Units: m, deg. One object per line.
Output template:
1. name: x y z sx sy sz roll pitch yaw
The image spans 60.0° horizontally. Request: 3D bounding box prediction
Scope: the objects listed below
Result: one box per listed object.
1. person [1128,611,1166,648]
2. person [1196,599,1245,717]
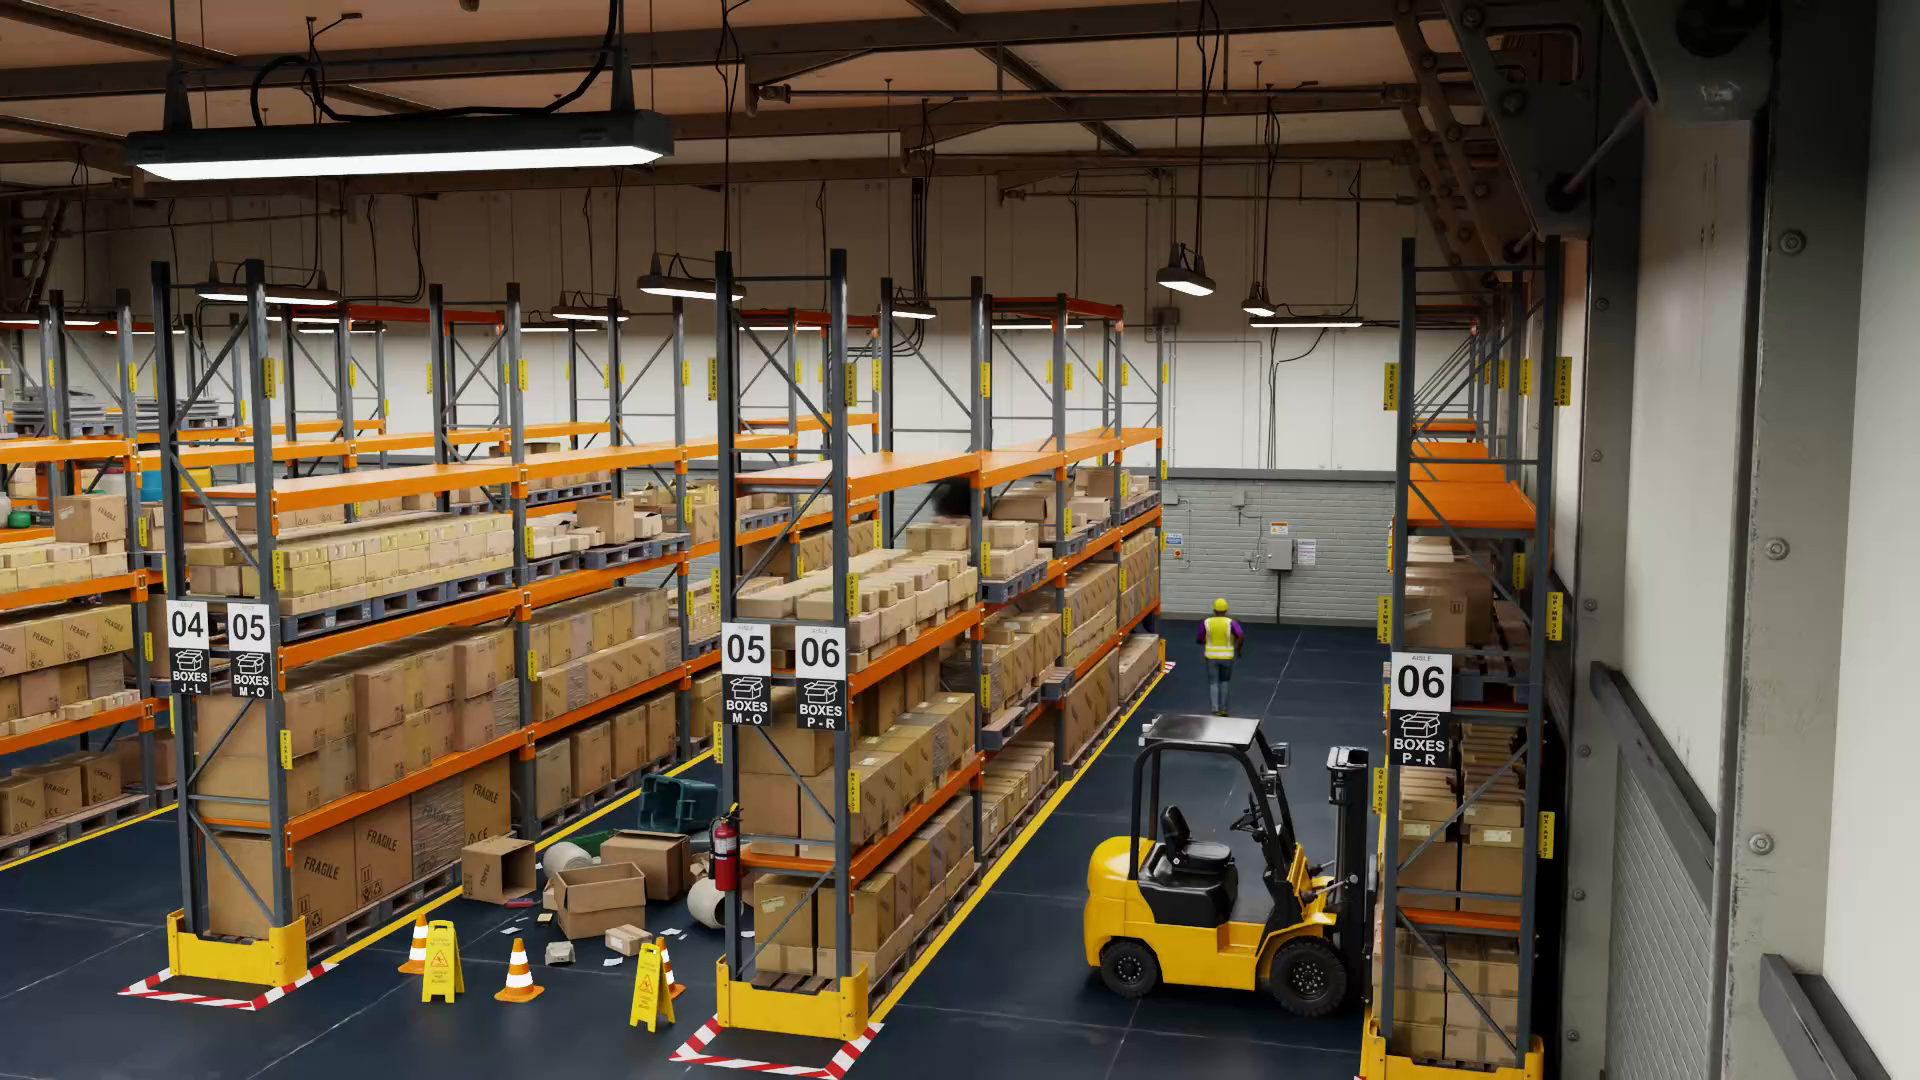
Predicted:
1. person: 3.185 1.262 29.452 0.784 1.664 0.697 5 8 37
2. person: 3.747 1.747 24.009 0.678 1.821 0.736 1 6 7
